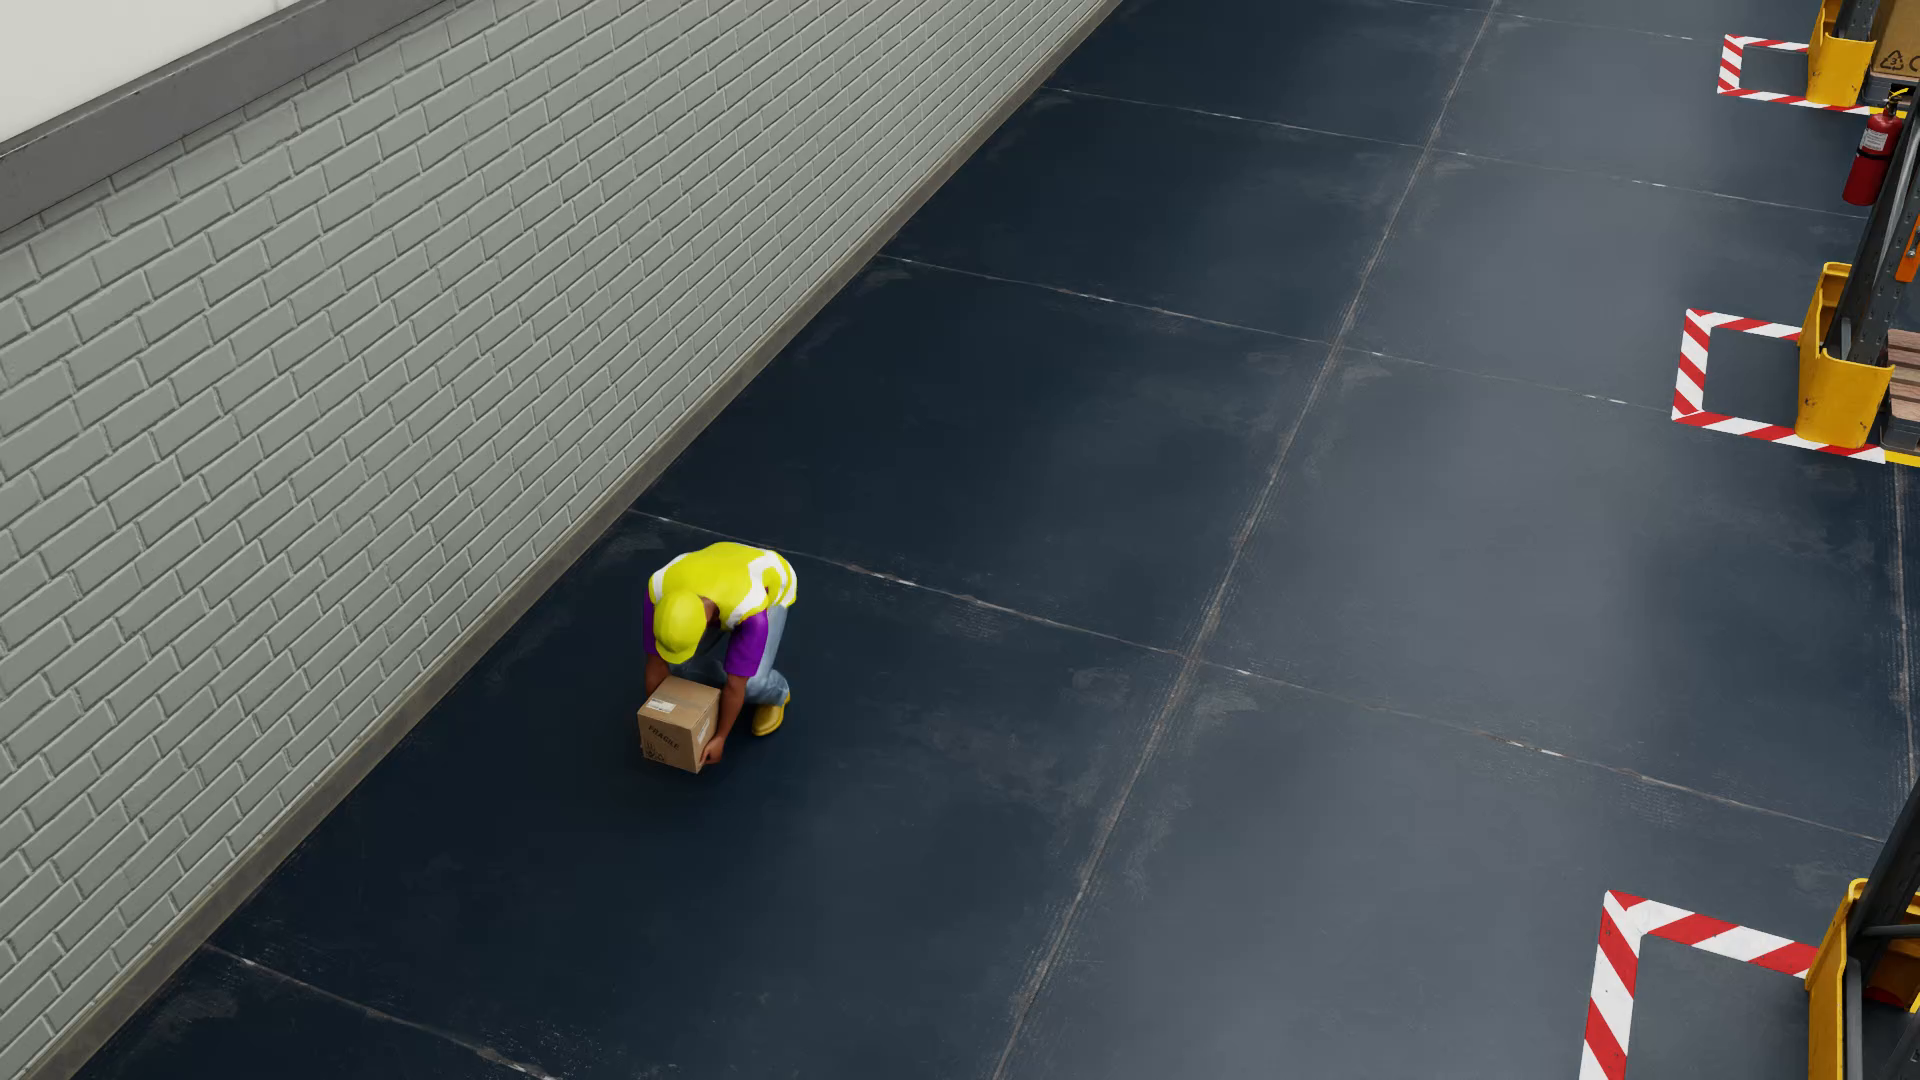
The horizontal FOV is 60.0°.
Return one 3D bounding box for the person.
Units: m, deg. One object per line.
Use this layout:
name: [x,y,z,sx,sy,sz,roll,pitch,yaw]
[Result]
person: [-0.978,0.420,6.880,0.534,1.009,0.914,13,39,16]
